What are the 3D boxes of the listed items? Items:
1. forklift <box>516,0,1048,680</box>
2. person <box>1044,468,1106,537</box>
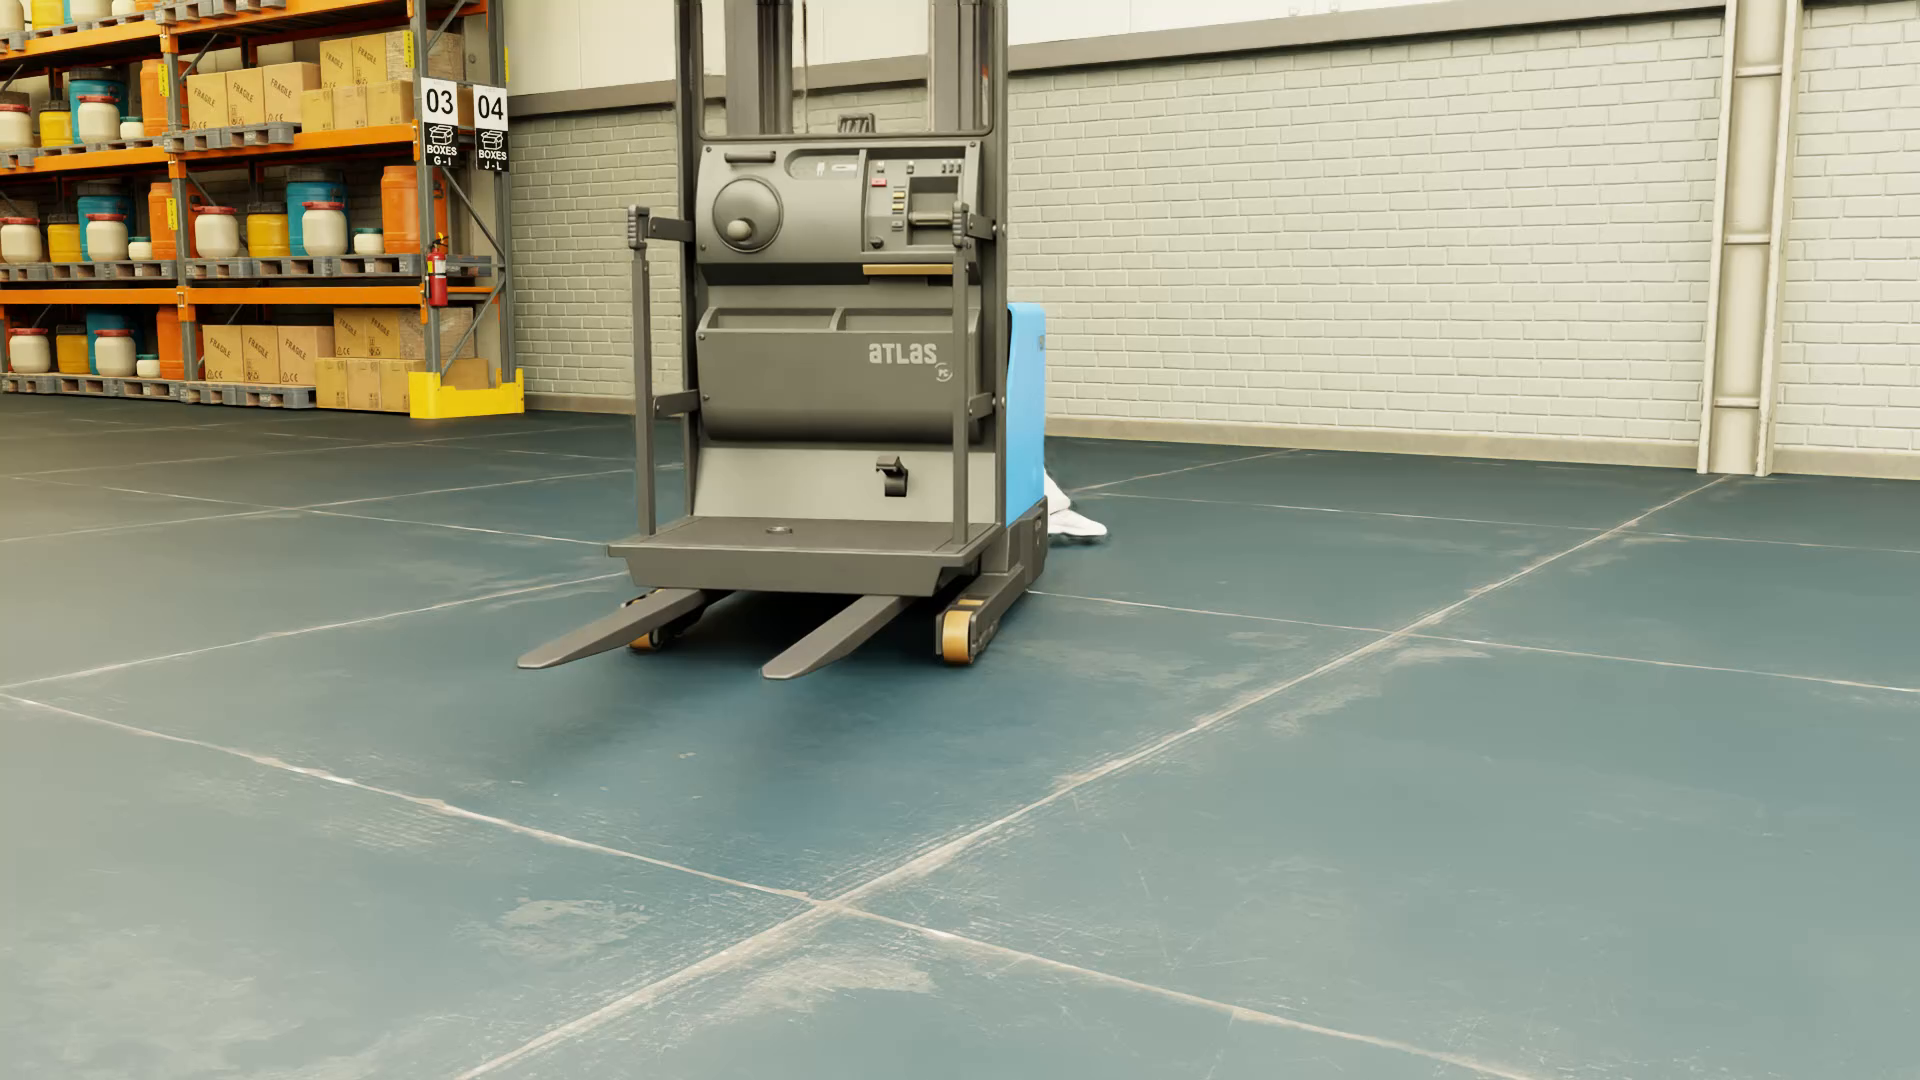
[{"bbox_3d":[-0.435,-1.134,5.164,1.130,2.935,3.031,2,8,11],"label":"forklift"},{"bbox_3d":[-0.141,-0.740,7.515,1.619,1.500,0.804,1,8,9],"label":"person"}]
